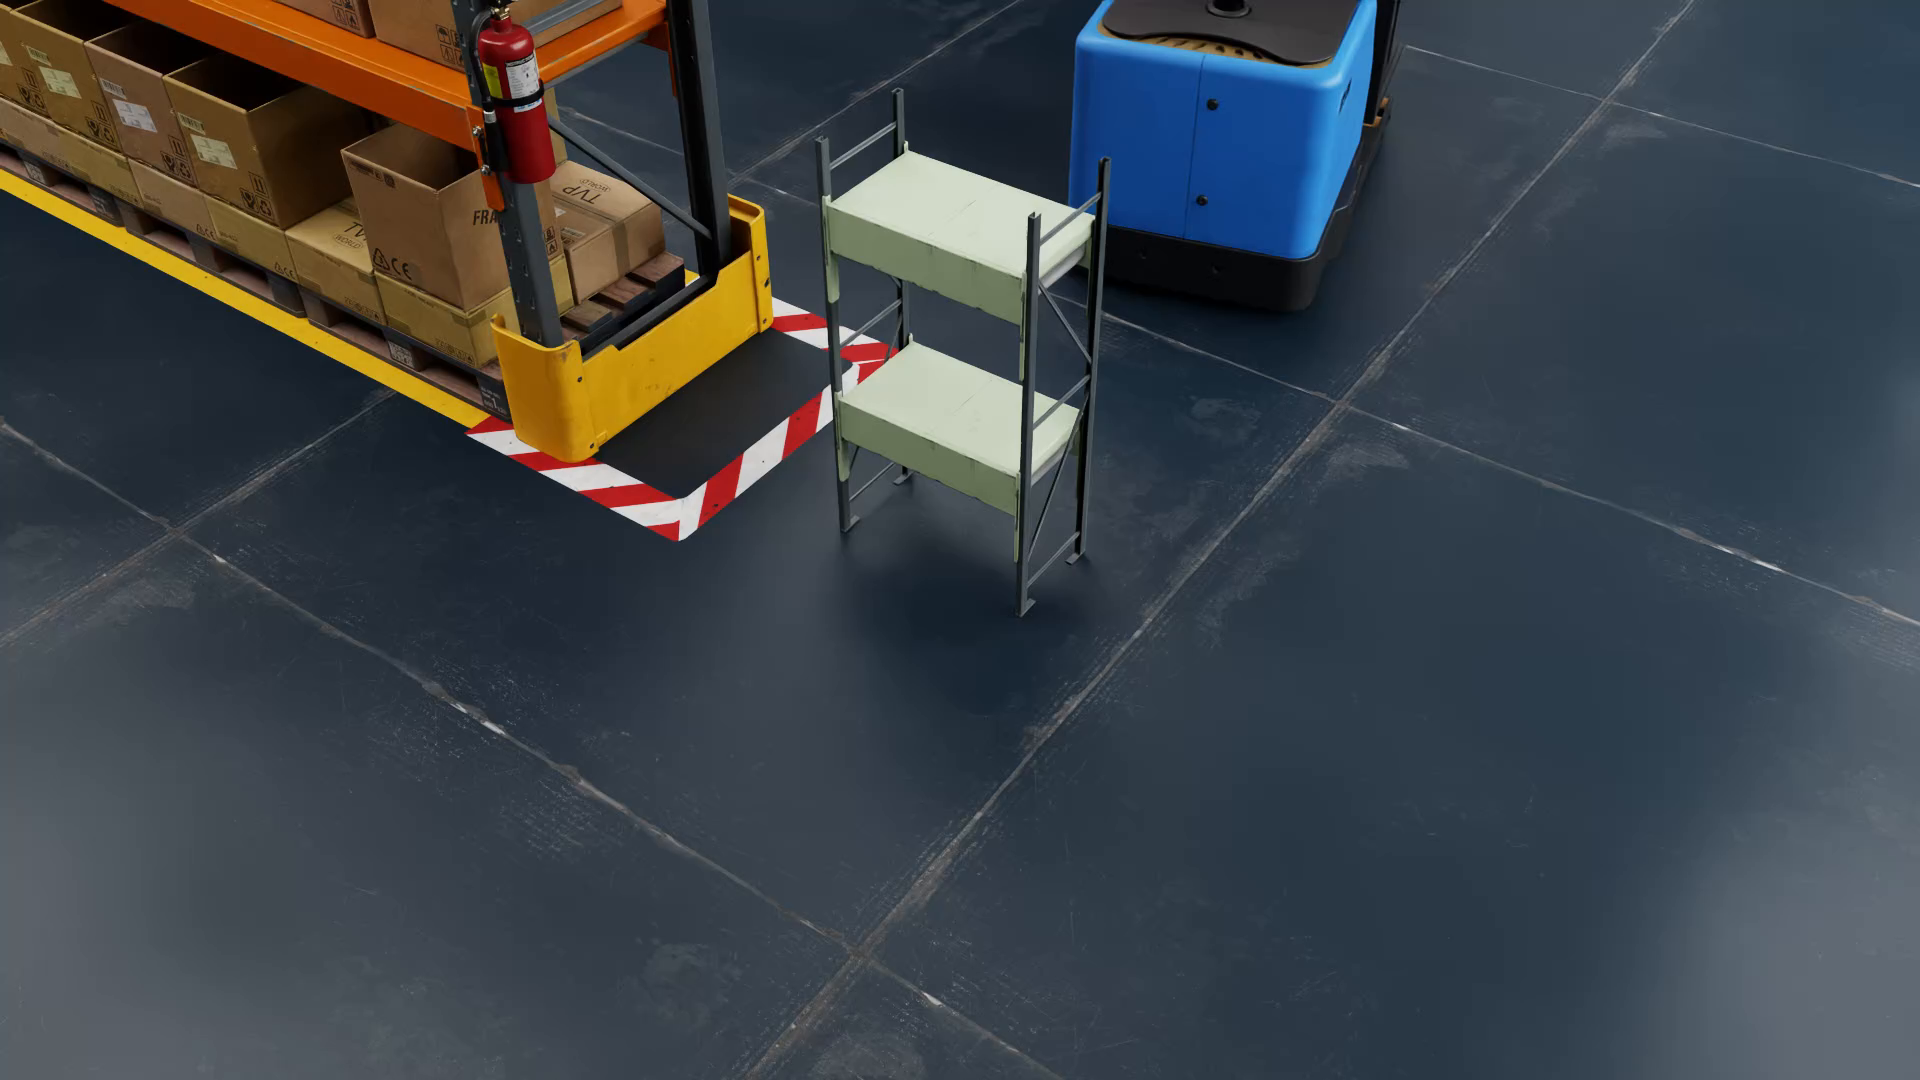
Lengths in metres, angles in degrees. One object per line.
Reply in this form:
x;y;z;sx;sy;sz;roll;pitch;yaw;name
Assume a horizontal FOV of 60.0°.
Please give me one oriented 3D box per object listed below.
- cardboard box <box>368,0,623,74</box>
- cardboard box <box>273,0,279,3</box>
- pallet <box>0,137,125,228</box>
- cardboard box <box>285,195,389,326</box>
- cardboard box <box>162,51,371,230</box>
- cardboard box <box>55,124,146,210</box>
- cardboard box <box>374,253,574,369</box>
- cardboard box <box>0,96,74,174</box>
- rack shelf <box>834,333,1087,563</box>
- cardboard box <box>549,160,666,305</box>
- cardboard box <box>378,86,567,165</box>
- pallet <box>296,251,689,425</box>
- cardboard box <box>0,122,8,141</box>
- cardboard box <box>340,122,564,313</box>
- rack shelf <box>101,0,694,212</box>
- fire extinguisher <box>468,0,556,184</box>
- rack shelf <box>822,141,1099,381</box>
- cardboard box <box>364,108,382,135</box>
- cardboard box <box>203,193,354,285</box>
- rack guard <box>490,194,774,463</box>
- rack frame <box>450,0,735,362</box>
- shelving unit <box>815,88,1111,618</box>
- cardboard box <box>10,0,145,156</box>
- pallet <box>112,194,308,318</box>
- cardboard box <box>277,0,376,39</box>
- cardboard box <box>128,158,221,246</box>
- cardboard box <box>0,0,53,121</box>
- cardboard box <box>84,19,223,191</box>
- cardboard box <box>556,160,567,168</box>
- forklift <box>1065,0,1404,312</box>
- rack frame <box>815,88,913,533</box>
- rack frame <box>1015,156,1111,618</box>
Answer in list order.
-1.601;-1.997;5.657;0.500;0.500;0.700;25;48;25;cardboard box
-2.437;-2.388;6.095;0.500;0.500;0.700;25;48;26;cardboard box
-3.874;-1.939;7.758;1.213;0.211;1.003;25;48;25;pallet
-2.251;-1.134;6.515;0.500;0.250;0.500;25;48;25;cardboard box
-2.663;-1.603;6.476;0.500;0.500;0.500;25;48;25;cardboard box
-3.483;-1.705;7.154;0.500;0.250;0.500;25;48;25;cardboard box
-1.835;-0.950;6.309;0.500;0.250;0.500;25;48;25;cardboard box
-3.889;-1.900;7.371;0.500;0.250;0.500;25;48;25;cardboard box
0.005;-0.313;5.464;0.720;0.370;0.431;25;48;25;rack shelf
-1.537;-1.232;6.625;0.500;0.250;0.500;25;48;25;cardboard box
-1.948;-1.702;6.588;0.500;0.500;0.500;25;48;25;cardboard box
-1.876;-1.005;6.714;1.213;0.211;1.003;25;48;25;pallet
-4.295;-2.094;7.588;0.500;0.250;0.500;25;48;25;cardboard box
-1.836;-1.228;6.057;0.500;0.500;0.500;25;48;25;cardboard box
-2.863;-2.271;6.578;4.000;0.370;1.077;25;48;25;rack shelf
-1.396;-1.446;5.175;0.183;0.674;0.296;25;48;25;fire extinguisher
0.005;-0.847;4.987;0.720;0.370;0.431;25;48;25;rack shelf
-2.365;-1.887;6.794;0.500;0.500;0.500;25;48;25;cardboard box
-2.661;-1.325;6.728;0.500;0.250;0.500;25;48;25;cardboard box
-1.206;-0.833;6.306;0.348;0.500;1.175;25;48;25;rack guard
-1.226;-1.774;5.483;0.127;3.000;1.000;25;48;25;rack frame
0.005;-0.556;5.247;0.755;1.500;0.431;25;48;25;shelving unit
-3.482;-1.985;6.904;0.500;0.500;0.500;25;48;25;cardboard box
-2.871;-1.472;7.237;1.213;0.211;1.003;25;48;25;pallet
-2.034;-2.195;5.879;0.500;0.500;0.700;26;48;26;cardboard box
-3.070;-1.517;6.943;0.500;0.250;0.500;25;48;25;cardboard box
-3.887;-2.181;7.123;0.500;0.500;0.500;25;48;25;cardboard box
-3.072;-1.795;6.691;0.500;0.500;0.500;25;48;25;cardboard box
-1.949;-1.422;6.836;0.500;0.250;0.500;25;48;25;cardboard box
1.417;-2.998;6.902;1.130;2.935;3.031;14;44;15;forklift
-0.294;-0.697;5.404;0.023;1.500;0.400;25;48;25;rack frame
0.305;-0.416;5.090;0.023;1.500;0.400;25;48;25;rack frame
